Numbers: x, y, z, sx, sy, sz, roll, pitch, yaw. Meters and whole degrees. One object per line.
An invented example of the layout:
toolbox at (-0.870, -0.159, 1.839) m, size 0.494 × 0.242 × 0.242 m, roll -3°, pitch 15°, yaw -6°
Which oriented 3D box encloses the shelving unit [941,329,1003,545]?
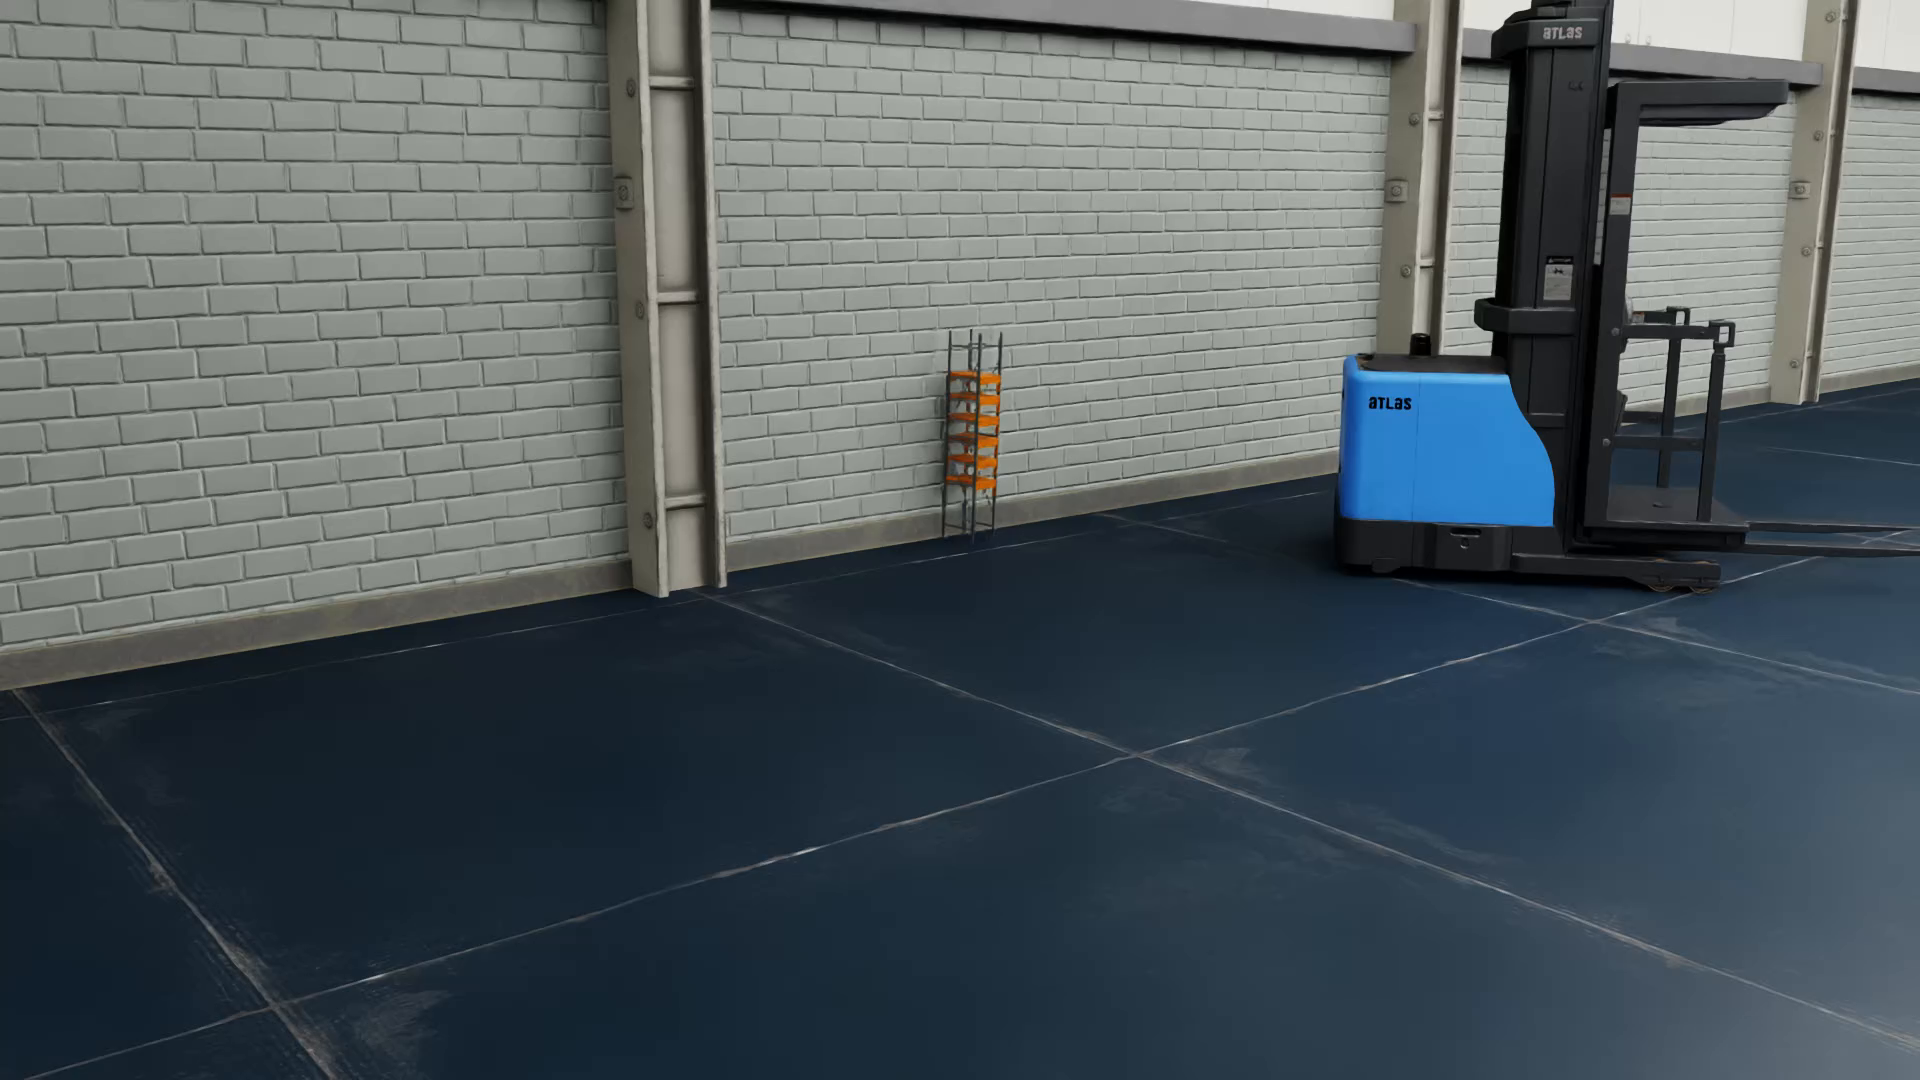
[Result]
shelving unit at (0.067, -0.590, 9.489) m, size 0.258 × 1.200 × 0.189 m, roll 12°, pitch 16°, yaw 39°

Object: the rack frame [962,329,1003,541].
rack frame at (0.126, -0.603, 9.558) m, size 0.240 × 1.200 × 0.006 m, roll 12°, pitch 16°, yaw 39°

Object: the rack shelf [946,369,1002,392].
rack shelf at (0.078, -0.898, 9.423) m, size 0.258 × 0.103 × 0.180 m, roll 12°, pitch 16°, yaw 39°

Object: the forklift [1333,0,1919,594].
forklift at (3.558, -1.284, 8.618) m, size 3.031 × 2.935 × 1.130 m, roll 2°, pitch 12°, yaw 11°

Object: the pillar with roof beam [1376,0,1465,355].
pillar with roof beam at (5.936, -4.245, 7.955) m, size 0.400 × 9.000 × 9.100 m, roll -9°, pitch 15°, yaw -38°

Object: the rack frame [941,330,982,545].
rack frame at (0.007, -0.577, 9.421) m, size 0.240 × 1.200 × 0.006 m, roll 12°, pitch 16°, yaw 39°

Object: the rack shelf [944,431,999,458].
rack shelf at (0.065, -0.547, 9.499) m, size 0.258 × 0.103 × 0.180 m, roll 12°, pitch 16°, yaw 39°

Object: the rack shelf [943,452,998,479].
rack shelf at (0.061, -0.429, 9.524) m, size 0.258 × 0.103 × 0.180 m, roll 12°, pitch 16°, yaw 39°

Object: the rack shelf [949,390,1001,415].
rack shelf at (0.074, -0.781, 9.448) m, size 0.258 × 0.103 × 0.180 m, roll 12°, pitch 16°, yaw 39°

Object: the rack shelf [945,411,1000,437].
rack shelf at (0.070, -0.664, 9.473) m, size 0.258 × 0.103 × 0.180 m, roll 12°, pitch 16°, yaw 39°

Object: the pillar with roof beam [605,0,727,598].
pillar with roof beam at (1.251, -3.466, 4.289) m, size 0.400 × 9.000 × 9.100 m, roll -9°, pitch 15°, yaw -38°

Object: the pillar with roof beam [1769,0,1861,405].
pillar with roof beam at (10.621, -5.024, 11.622) m, size 0.400 × 9.000 × 9.100 m, roll -9°, pitch 15°, yaw -38°

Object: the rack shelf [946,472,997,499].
rack shelf at (0.056, -0.312, 9.550) m, size 0.258 × 0.103 × 0.180 m, roll 12°, pitch 16°, yaw 39°
